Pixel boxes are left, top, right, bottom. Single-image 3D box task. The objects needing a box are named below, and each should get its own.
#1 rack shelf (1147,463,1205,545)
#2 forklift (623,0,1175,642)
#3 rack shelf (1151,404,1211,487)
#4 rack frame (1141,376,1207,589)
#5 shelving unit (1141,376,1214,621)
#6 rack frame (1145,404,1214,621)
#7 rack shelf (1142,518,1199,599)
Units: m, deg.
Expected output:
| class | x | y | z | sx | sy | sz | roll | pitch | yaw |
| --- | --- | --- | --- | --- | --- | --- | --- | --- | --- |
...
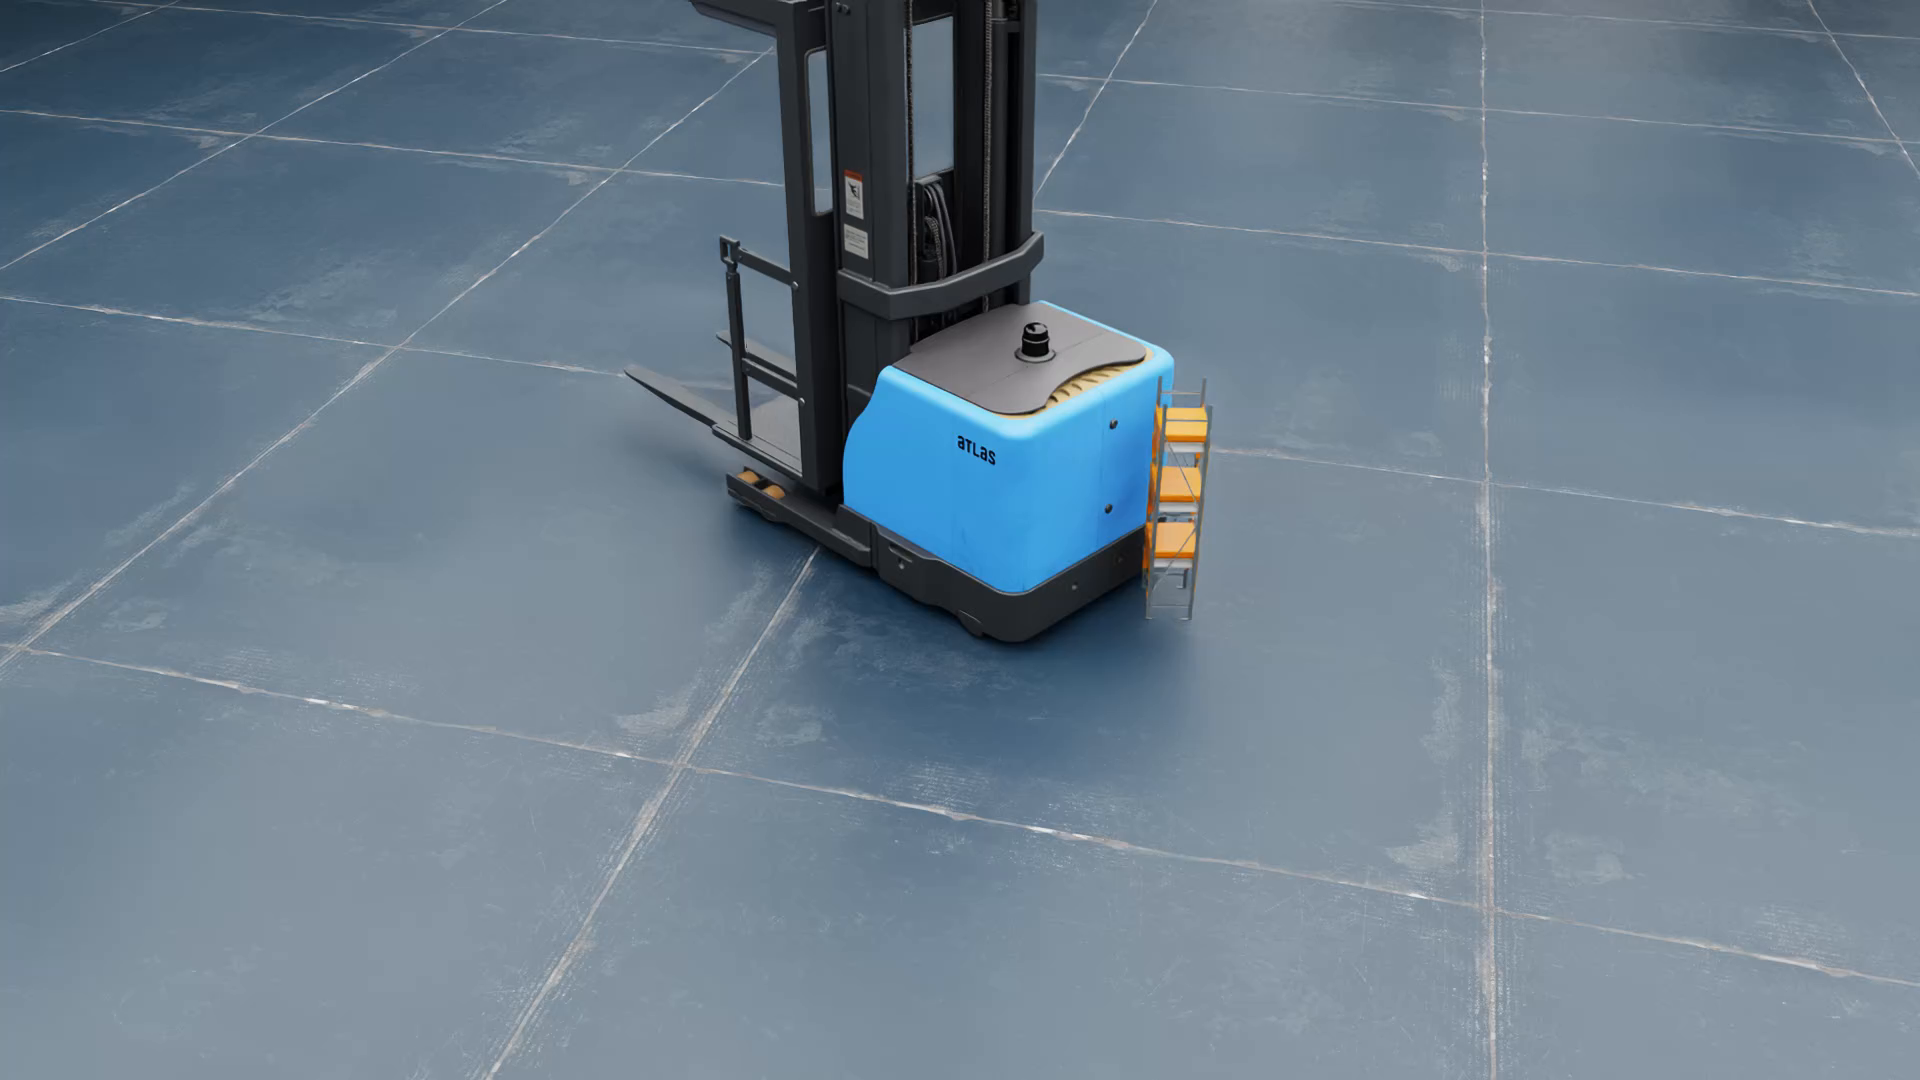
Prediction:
| class | x | y | z | sx | sy | sz | roll | pitch | yaw |
| --- | --- | --- | --- | --- | --- | --- | --- | --- | --- |
| rack shelf | 0.910 | -0.154 | 7.032 | 0.215 | 0.259 | 0.240 | 1 | 32 | 1 |
| forklift | -0.473 | -1.500 | 7.377 | 1.130 | 2.935 | 3.031 | -28 | 42 | -36 |
| rack shelf | 0.912 | -0.394 | 6.880 | 0.215 | 0.259 | 0.240 | 1 | 32 | 1 |
| rack frame | 0.912 | -0.229 | 7.129 | 0.200 | 1.050 | 0.008 | 1 | 32 | 1 |
| shelving unit | 0.910 | -0.163 | 7.026 | 0.215 | 1.050 | 0.252 | 1 | 32 | 1 |
| rack frame | 0.908 | -0.098 | 6.923 | 0.200 | 1.050 | 0.008 | 1 | 32 | 1 |
| rack shelf | 0.907 | 0.080 | 7.181 | 0.215 | 0.259 | 0.240 | 1 | 32 | 1 |
